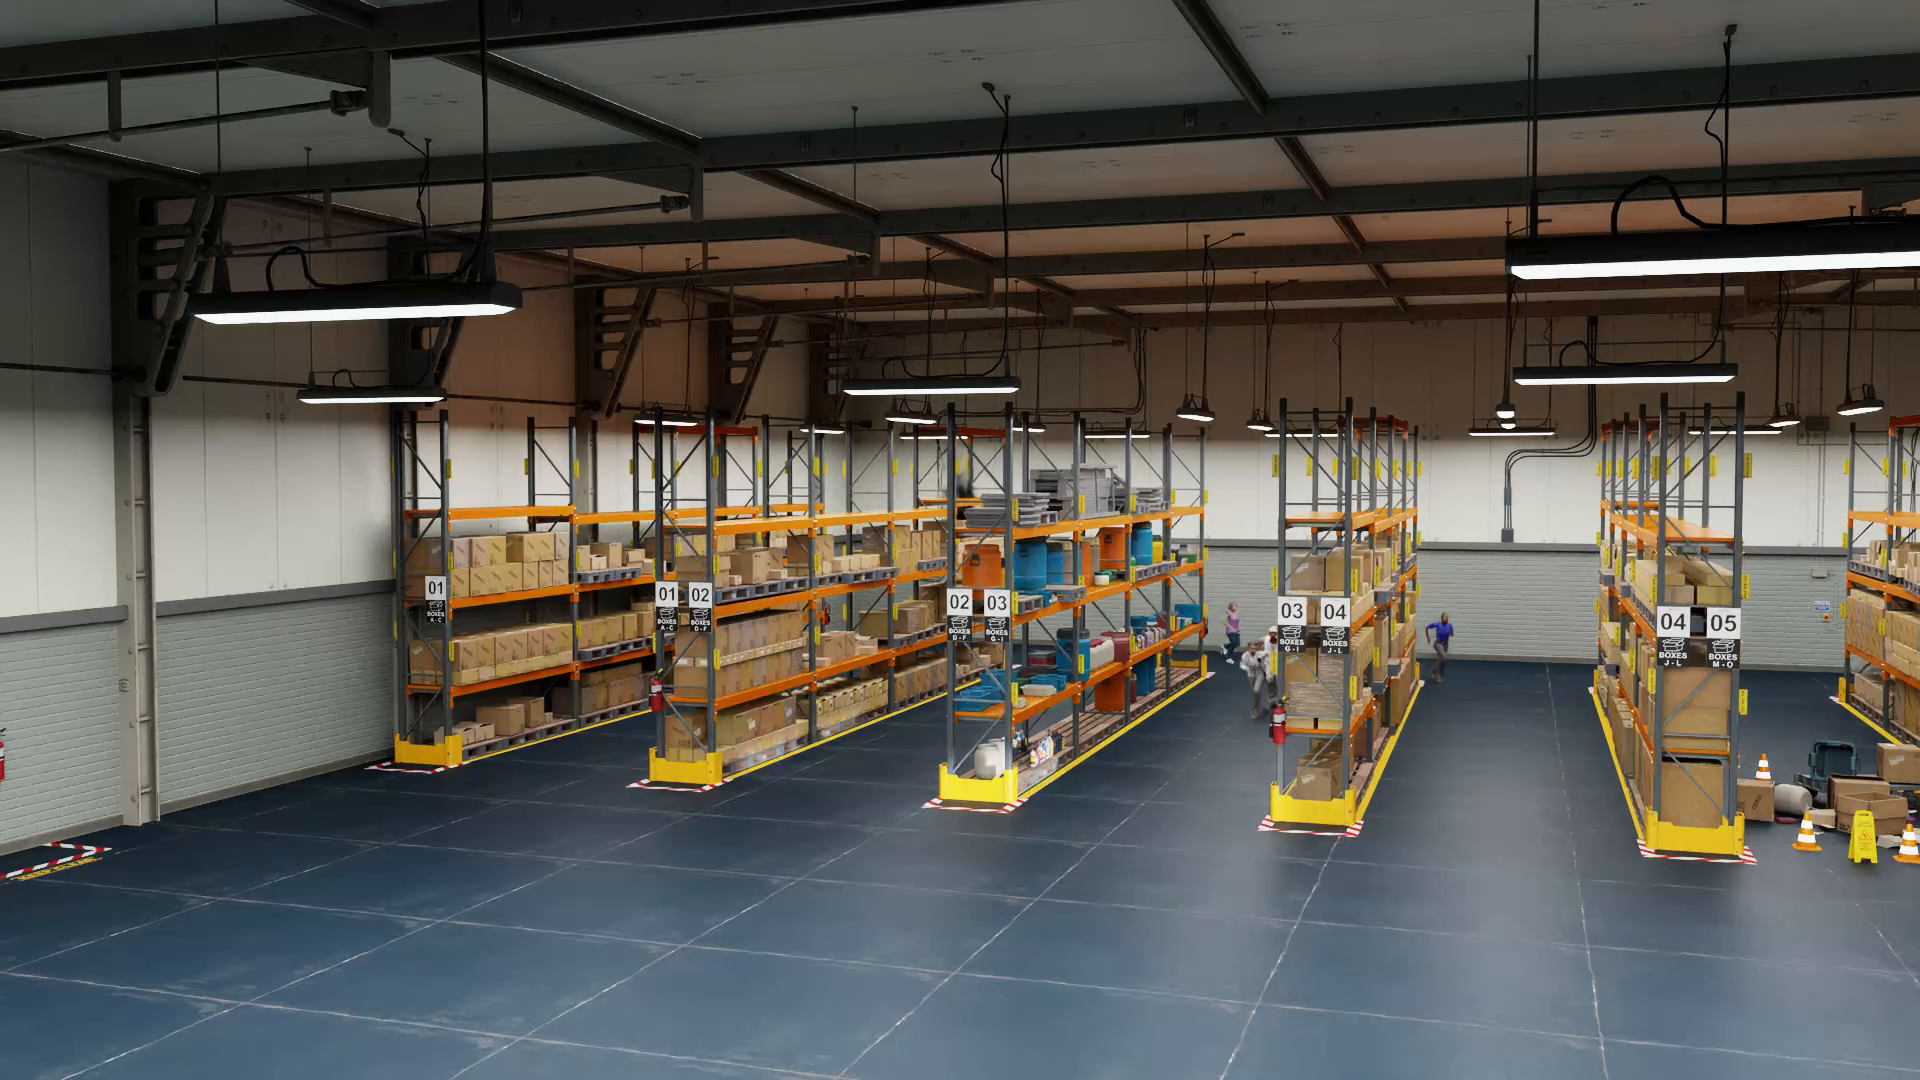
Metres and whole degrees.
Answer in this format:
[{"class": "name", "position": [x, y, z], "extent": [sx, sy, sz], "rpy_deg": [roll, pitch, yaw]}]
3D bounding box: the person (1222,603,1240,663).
[{"class": "person", "position": [7.017, 2.392, 43.006], "extent": [0.566, 1.568, 0.608], "rpy_deg": [-2, 3, -40]}]

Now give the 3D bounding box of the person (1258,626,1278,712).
[{"class": "person", "position": [6.542, 2.651, 34.598], "extent": [0.672, 1.778, 0.969], "rpy_deg": [0, 2, 9]}]

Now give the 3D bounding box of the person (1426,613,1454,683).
[{"class": "person", "position": [11.267, 2.525, 39.012], "extent": [0.562, 1.659, 0.856], "rpy_deg": [-1, 3, -19]}]

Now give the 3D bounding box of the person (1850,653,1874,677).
[{"class": "person", "position": [19.994, 2.615, 36.751], "extent": [0.544, 1.617, 0.602], "rpy_deg": [0, 2, 10]}]

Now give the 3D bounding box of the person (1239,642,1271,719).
[{"class": "person", "position": [5.988, 2.812, 33.499], "extent": [0.653, 1.594, 0.946], "rpy_deg": [1, 3, 22]}]
